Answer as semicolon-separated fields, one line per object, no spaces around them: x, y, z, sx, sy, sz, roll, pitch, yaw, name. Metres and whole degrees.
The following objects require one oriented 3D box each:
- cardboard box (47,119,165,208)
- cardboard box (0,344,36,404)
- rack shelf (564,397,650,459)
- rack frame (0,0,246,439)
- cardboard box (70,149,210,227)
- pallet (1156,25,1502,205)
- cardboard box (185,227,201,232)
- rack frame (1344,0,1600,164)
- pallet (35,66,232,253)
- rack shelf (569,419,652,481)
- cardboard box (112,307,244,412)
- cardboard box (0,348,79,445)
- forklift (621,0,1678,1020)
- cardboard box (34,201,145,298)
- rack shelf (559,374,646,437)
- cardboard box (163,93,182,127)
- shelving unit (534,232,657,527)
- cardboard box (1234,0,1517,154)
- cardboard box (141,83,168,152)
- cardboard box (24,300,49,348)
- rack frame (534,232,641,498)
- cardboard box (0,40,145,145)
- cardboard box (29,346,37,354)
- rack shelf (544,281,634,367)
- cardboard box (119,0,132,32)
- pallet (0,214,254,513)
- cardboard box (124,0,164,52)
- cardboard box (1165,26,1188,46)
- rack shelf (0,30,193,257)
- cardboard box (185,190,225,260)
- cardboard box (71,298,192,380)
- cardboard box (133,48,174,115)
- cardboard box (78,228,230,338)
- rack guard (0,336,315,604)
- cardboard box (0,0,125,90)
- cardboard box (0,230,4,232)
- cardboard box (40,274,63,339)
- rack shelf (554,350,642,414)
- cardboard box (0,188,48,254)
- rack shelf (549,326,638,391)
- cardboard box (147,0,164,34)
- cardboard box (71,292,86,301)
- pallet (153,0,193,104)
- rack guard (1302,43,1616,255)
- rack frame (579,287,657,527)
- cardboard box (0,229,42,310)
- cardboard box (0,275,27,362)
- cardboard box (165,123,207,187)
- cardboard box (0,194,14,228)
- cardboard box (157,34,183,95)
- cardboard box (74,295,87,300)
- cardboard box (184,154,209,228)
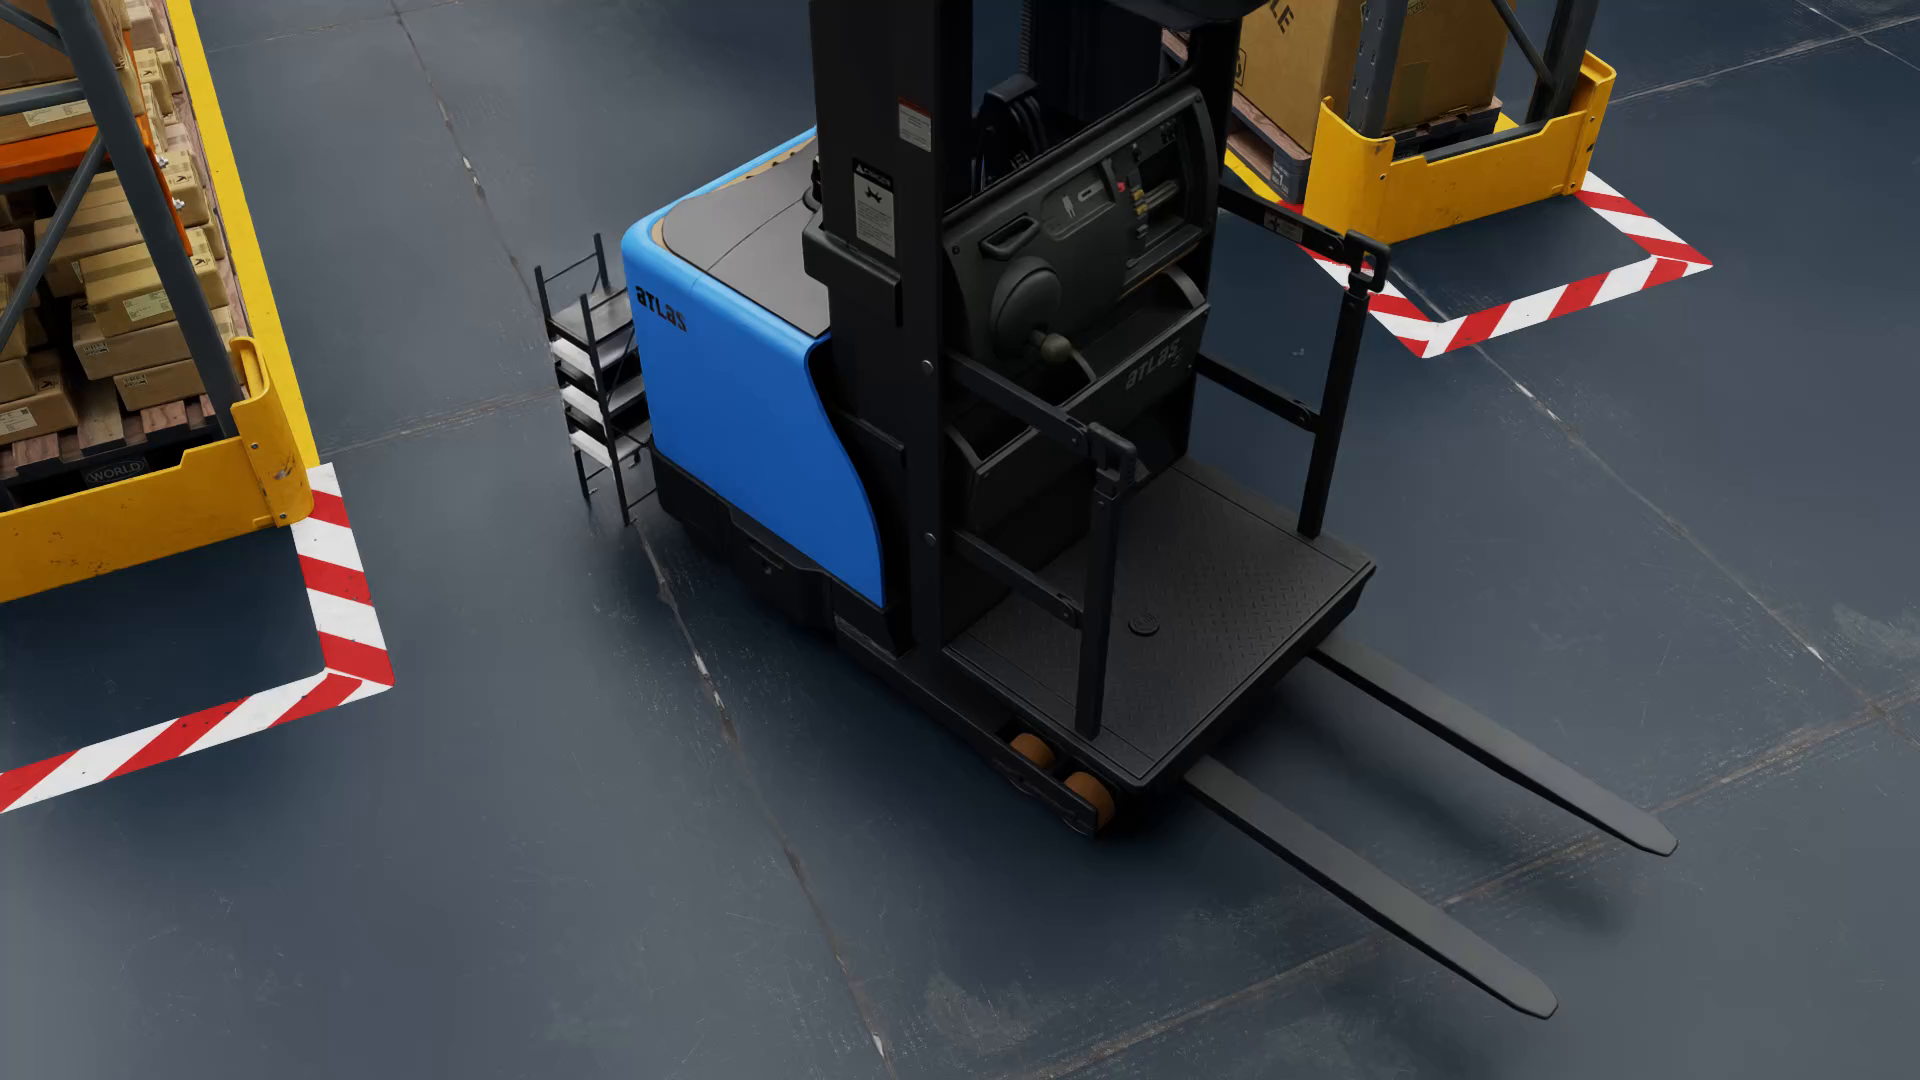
-2.935;-1.284;5.723;0.380;0.149;0.250;-20;48;-19;cardboard box
-3.110;-0.524;5.165;0.380;0.149;0.250;-19;48;-18;cardboard box
-1.064;-0.386;5.176;0.200;0.077;0.258;32;53;28;rack shelf
-2.629;-1.032;4.160;1.000;3.000;0.127;-18;47;-17;rack frame
-2.756;-1.151;5.588;0.380;0.149;0.250;-18;47;-18;cardboard box
1.507;-1.926;7.051;1.003;0.211;1.213;-18;47;-17;pallet
-2.680;-0.873;5.518;0.380;0.149;0.250;-18;47;-18;cardboard box
1.914;-2.432;5.579;1.000;3.000;0.127;-18;47;-17;rack frame
-3.479;-1.392;6.510;1.003;0.211;1.213;-18;47;-17;pallet
-1.064;-0.322;5.239;0.200;0.077;0.258;32;53;28;rack shelf
-2.559;-0.595;5.448;0.380;0.149;0.250;-17;47;-17;cardboard box
-3.039;-0.440;5.291;0.380;0.149;0.250;-17;47;-17;cardboard box
0.465;-0.678;3.850;3.031;2.935;1.130;33;53;29;forklift
-2.766;-0.952;5.387;0.380;0.149;0.250;-17;47;-17;cardboard box
-1.064;-0.450;5.113;0.200;0.077;0.258;32;53;28;rack shelf
-3.221;-1.577;6.443;0.380;0.149;0.250;-18;47;-17;cardboard box
-1.064;-0.474;5.089;0.210;0.900;0.258;32;53;28;shelving unit
1.572;-2.209;6.567;0.875;0.875;0.875;-18;47;-17;cardboard box
-3.043;-1.464;5.905;0.380;0.149;0.250;-16;47;-16;cardboard box
-3.171;-0.707;5.350;0.380;0.149;0.250;-19;48;-18;cardboard box
-1.140;-0.521;5.137;0.006;0.900;0.240;32;53;28;rack frame
-2.468;-1.245;4.555;0.380;0.149;0.250;-18;48;-18;cardboard box
-3.239;-0.574;5.427;0.380;0.149;0.250;-17;47;-16;cardboard box
-1.063;-0.642;4.923;0.200;0.077;0.258;32;53;28;rack shelf
-2.677;-1.583;4.897;0.380;0.149;0.250;-19;48;-19;cardboard box
-2.970;-0.616;5.724;1.003;0.211;1.213;-18;47;-17;pallet
-3.310;-1.968;6.416;0.380;0.149;0.250;-20;48;-19;cardboard box
1.190;-2.789;7.155;0.875;0.875;0.875;-18;47;-17;cardboard box
-3.470;-2.050;5.704;1.077;0.370;4.000;-18;47;-17;rack shelf
-2.862;-1.089;5.949;0.380;0.149;0.250;-17;47;-17;cardboard box
-2.616;-0.682;5.324;0.380;0.149;0.250;-16;47;-16;cardboard box
-3.112;-1.645;6.089;0.380;0.149;0.250;-17;47;-17;cardboard box
-2.541;-0.812;5.245;0.380;0.149;0.250;-20;48;-19;cardboard box
-2.661;-0.190;5.087;1.175;0.500;0.348;-18;47;-17;rack guard
-2.567;-1.541;4.393;0.500;0.500;0.500;-16;47;-16;cardboard box
-3.330;-0.855;5.500;0.380;0.149;0.250;-20;48;-19;cardboard box
-3.272;-0.768;5.623;0.380;0.149;0.250;-18;47;-18;cardboard box
-1.064;-0.514;5.049;0.200;0.077;0.258;32;53;28;rack shelf
-3.349;-1.057;5.704;0.380;0.149;0.250;-19;48;-18;cardboard box
-1.063;-0.578;4.986;0.200;0.077;0.258;32;53;28;rack shelf
-3.634;-2.226;7.102;0.380;0.149;0.250;-20;48;-19;cardboard box
-2.854;-0.894;5.751;0.380;0.149;0.250;-18;47;-17;cardboard box
-3.996;-2.170;7.299;1.003;0.211;1.213;-18;47;-17;pallet
1.924;-1.527;6.442;1.175;0.500;0.348;-18;47;-17;rack guard
-0.987;-0.427;5.042;0.006;0.900;0.240;32;53;28;rack frame
-3.135;-0.818;5.250;0.380;0.149;0.250;-17;47;-17;cardboard box
-3.081;-0.641;5.071;0.380;0.149;0.250;-18;47;-17;cardboard box
-3.081;-1.408;6.272;0.380;0.149;0.250;-20;48;-19;cardboard box
-3.410;-1.129;5.566;0.380;0.149;0.250;-20;48;-19;cardboard box
-3.401;-1.906;6.777;0.380;0.149;0.250;-18;47;-17;cardboard box
-2.743;-0.737;5.592;0.380;0.149;0.250;-18;47;-18;cardboard box
-2.873;-1.198;5.848;0.380;0.149;0.250;-17;47;-16;cardboard box
